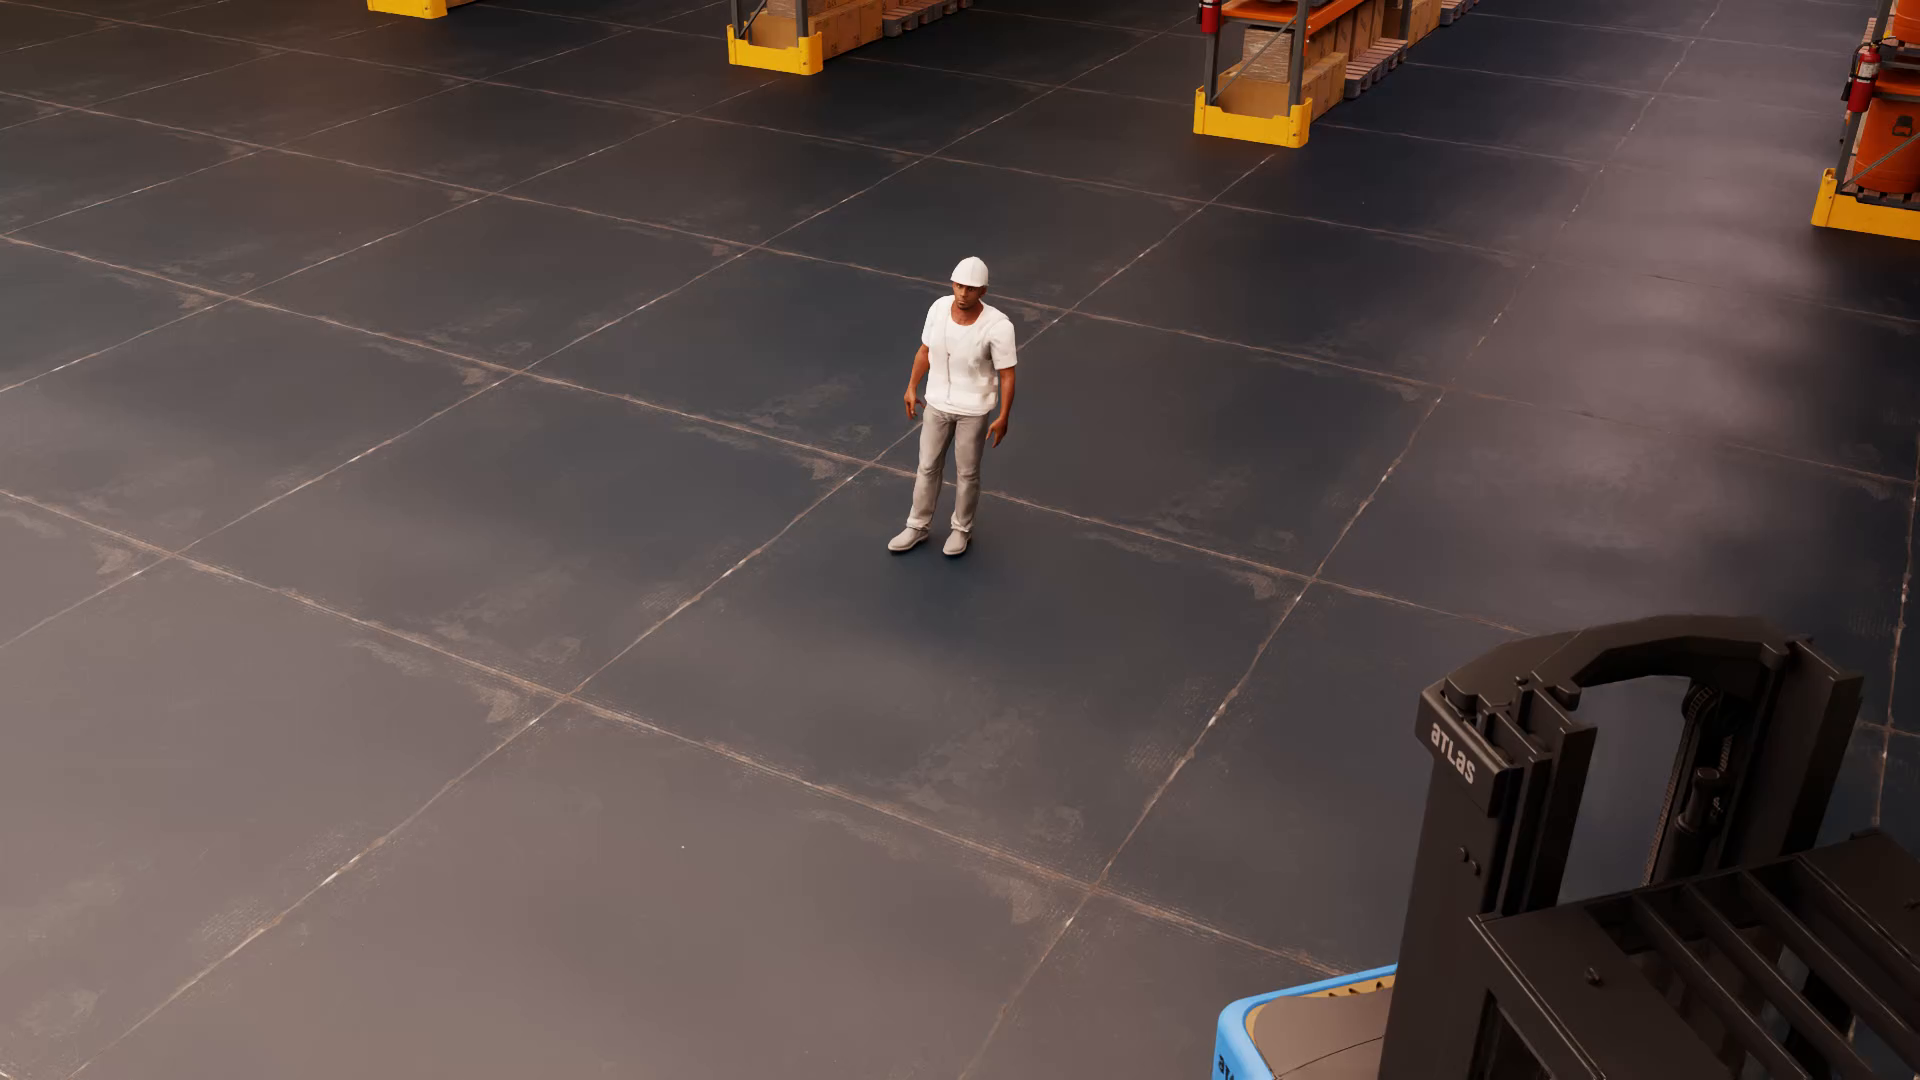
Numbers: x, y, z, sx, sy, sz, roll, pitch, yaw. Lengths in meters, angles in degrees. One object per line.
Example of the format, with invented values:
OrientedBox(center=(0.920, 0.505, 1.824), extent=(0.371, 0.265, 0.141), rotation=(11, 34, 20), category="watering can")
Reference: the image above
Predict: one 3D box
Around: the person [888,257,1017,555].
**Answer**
OrientedBox(center=(-0.039, -0.742, 9.507), extent=(0.665, 1.768, 0.575), rotation=(15, 33, 25), category="person")

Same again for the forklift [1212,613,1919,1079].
OrientedBox(center=(1.707, 1.777, 3.992), extent=(1.130, 2.935, 3.031), rotation=(-8, 31, -14), category="forklift")
